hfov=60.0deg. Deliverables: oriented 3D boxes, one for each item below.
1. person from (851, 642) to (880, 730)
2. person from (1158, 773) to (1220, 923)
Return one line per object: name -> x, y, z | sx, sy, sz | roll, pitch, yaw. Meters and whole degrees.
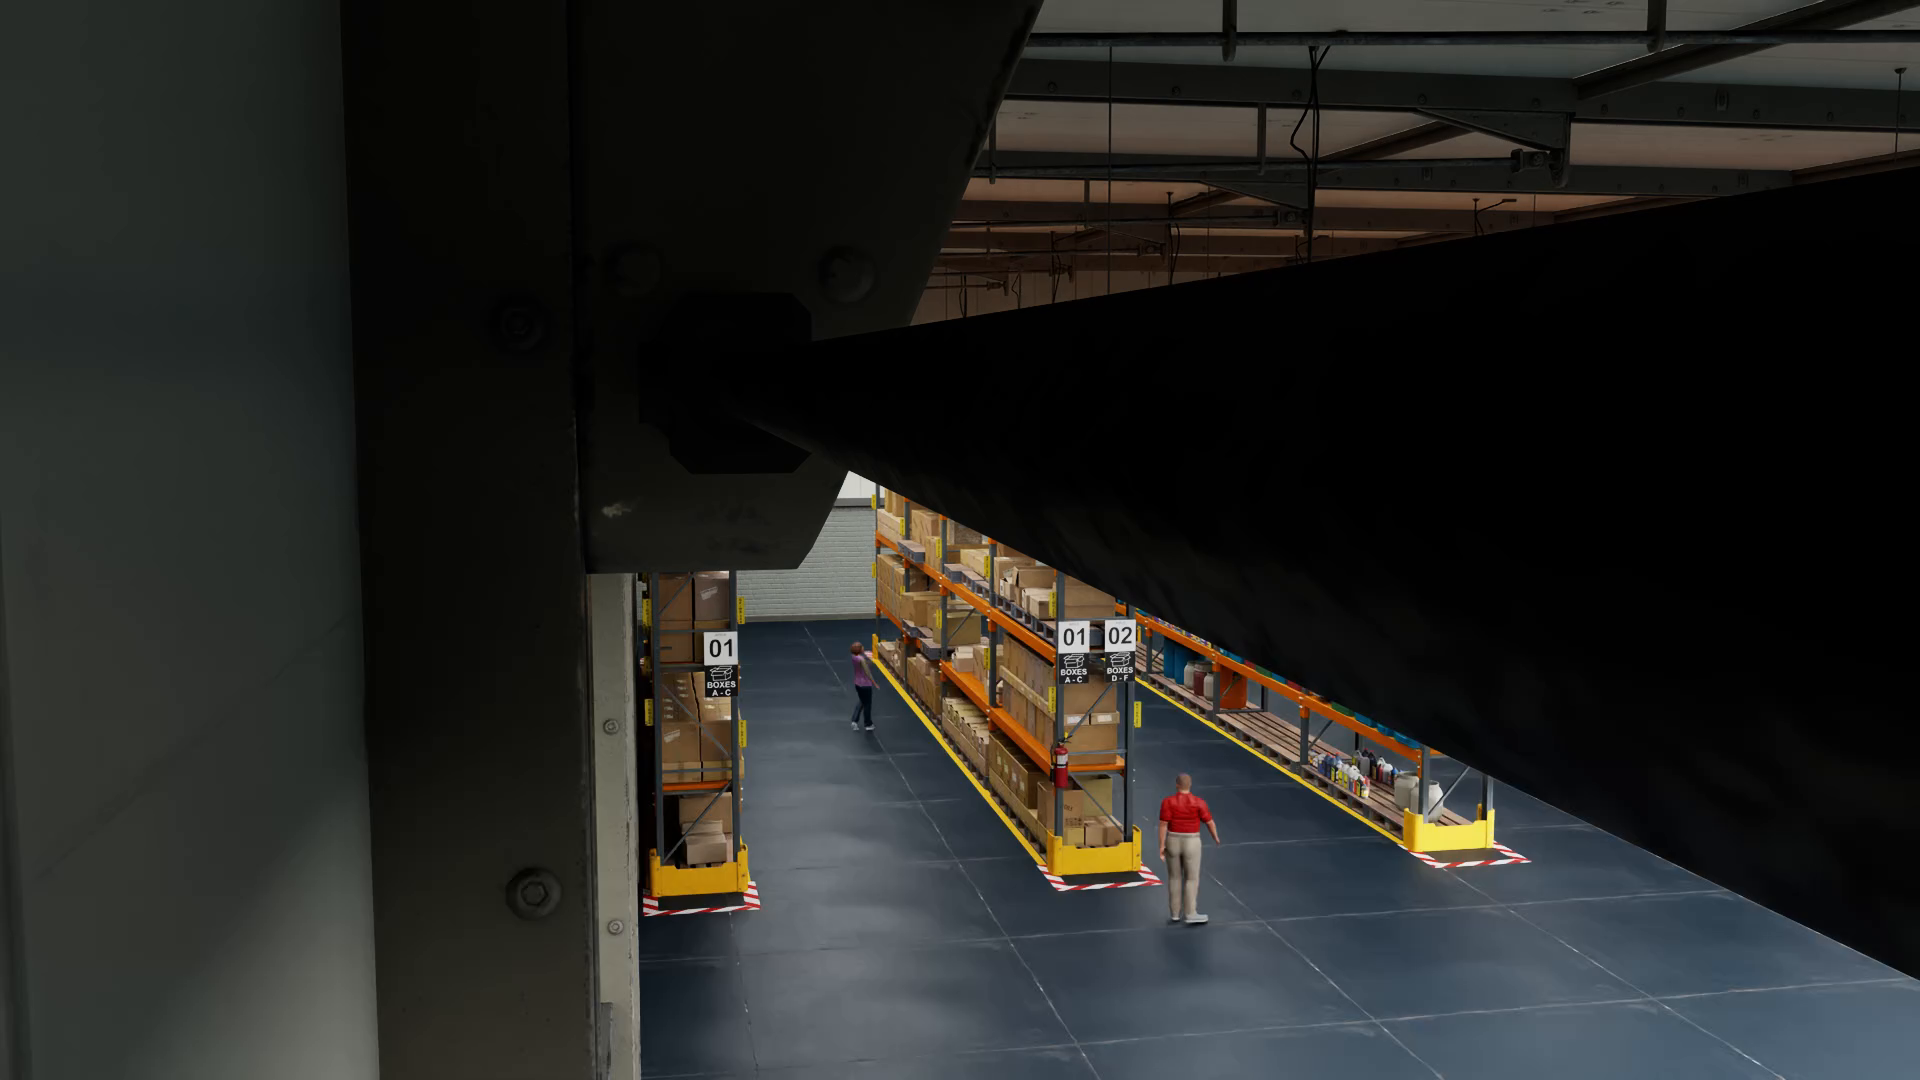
person -> -1.640, 2.575, 29.109 | 0.466, 1.614, 0.494 | -6, 8, -44
person -> 2.630, 3.517, 19.073 | 0.604, 1.752, 0.570 | 2, 6, 23
